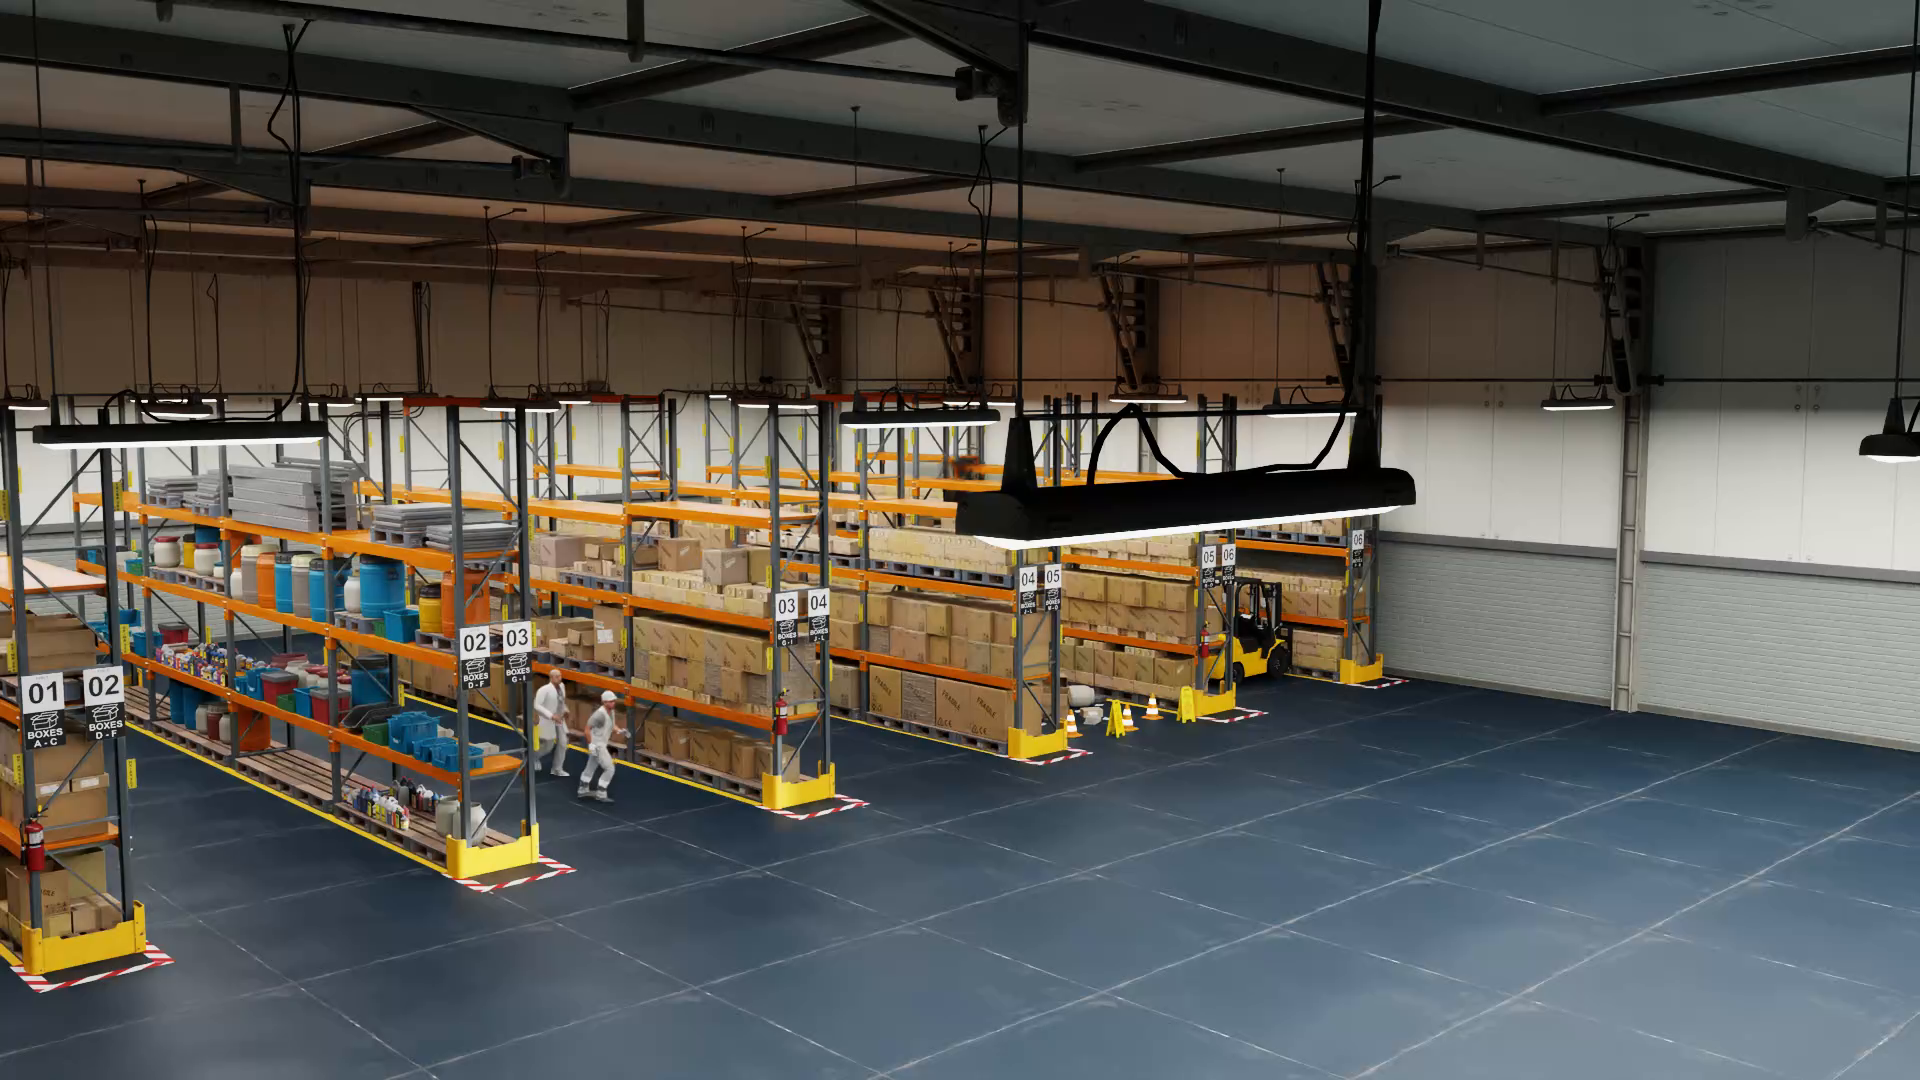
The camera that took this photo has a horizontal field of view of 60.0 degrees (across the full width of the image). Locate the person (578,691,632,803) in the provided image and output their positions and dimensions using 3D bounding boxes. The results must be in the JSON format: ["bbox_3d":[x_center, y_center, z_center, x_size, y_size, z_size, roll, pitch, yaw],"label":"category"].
[{"bbox_3d":[-5.356,3.094,24.940,0.849,1.735,0.669,0,6,-3],"label":"person"}]

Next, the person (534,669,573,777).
[{"bbox_3d":[-6.595,2.906,26.580,0.865,1.733,0.707,4,7,35],"label":"person"}]
